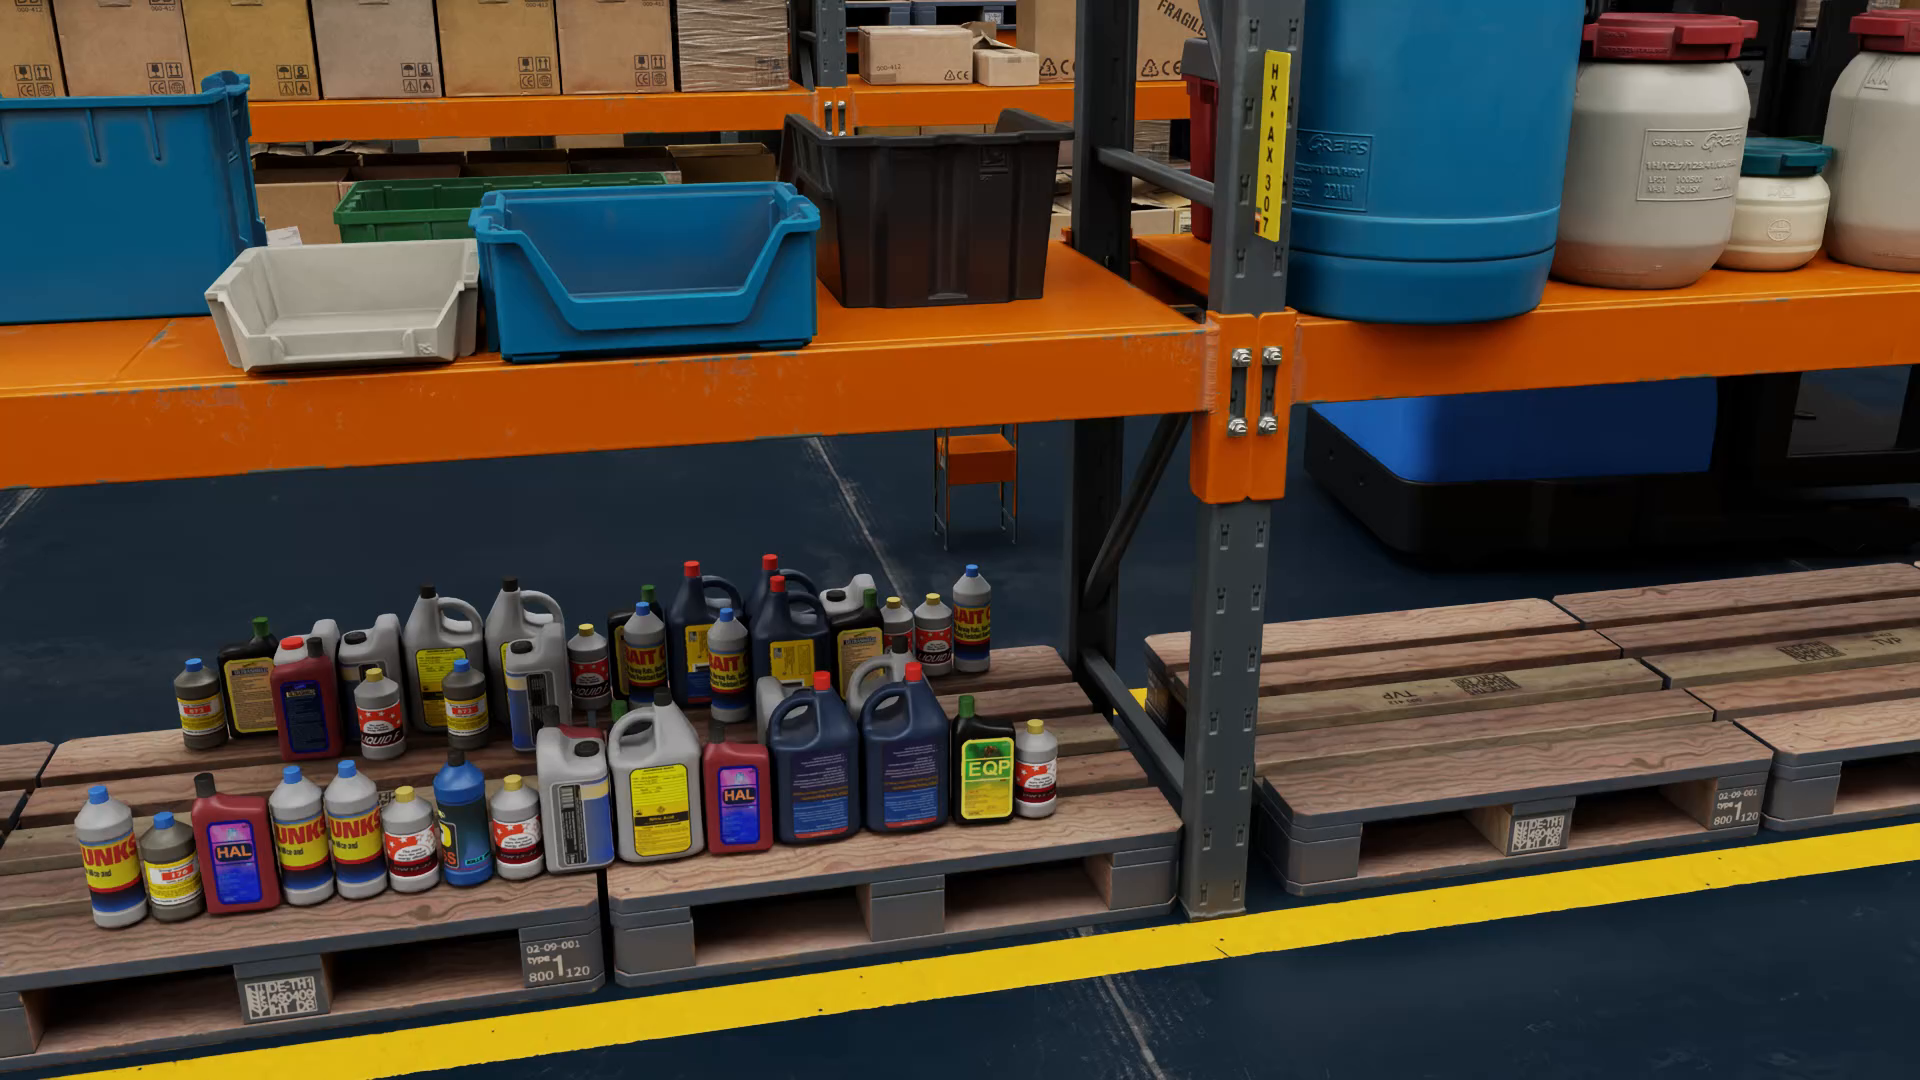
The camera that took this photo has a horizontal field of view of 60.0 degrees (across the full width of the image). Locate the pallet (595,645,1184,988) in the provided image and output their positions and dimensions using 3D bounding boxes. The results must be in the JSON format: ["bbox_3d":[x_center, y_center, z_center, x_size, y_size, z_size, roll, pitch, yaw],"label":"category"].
[{"bbox_3d":[-0.222,0.590,3.896,1.213,0.211,1.003,-5,21,-12],"label":"pallet"}]

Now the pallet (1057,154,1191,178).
[{"bbox_3d":[1.294,-3.020,13.752,1.213,0.211,1.003,-5,21,-12],"label":"pallet"}]

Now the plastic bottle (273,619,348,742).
[{"bbox_3d":[-1.513,0.328,3.879,0.135,0.276,0.152,-4,21,-12],"label":"plastic bottle"}]

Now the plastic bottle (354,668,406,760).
[{"bbox_3d":[-1.331,0.392,3.811,0.097,0.201,0.097,0,20,0],"label":"plastic bottle"}]

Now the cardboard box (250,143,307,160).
[{"bbox_3d":[-5.037,-2.726,12.166,0.500,0.311,0.500,-7,21,-19],"label":"cardboard box"}]

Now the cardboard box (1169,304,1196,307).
[{"bbox_3d":[1.251,-1.393,8.644,0.500,0.250,0.500,-4,21,-11],"label":"cardboard box"}]

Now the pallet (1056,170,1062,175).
[{"bbox_3d":[0.109,-2.925,13.492,1.213,0.211,1.003,-5,21,-12],"label":"pallet"}]

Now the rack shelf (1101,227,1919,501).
[{"bbox_3d":[2.388,-0.579,4.079,4.000,0.370,1.077,-5,21,-12],"label":"rack shelf"}]

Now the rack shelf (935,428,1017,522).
[{"bbox_3d":[0.052,-0.226,5.745,0.240,0.259,0.215,-5,21,-12],"label":"rack shelf"}]

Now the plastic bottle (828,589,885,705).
[{"bbox_3d":[-0.253,0.260,4.054,0.133,0.283,0.061,-5,21,-12],"label":"plastic bottle"}]

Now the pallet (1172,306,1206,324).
[{"bbox_3d":[1.203,-1.276,8.992,1.213,0.211,1.003,-5,21,-12],"label":"pallet"}]

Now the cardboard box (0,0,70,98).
[{"bbox_3d":[-4.130,-2.179,7.258,0.500,0.500,0.700,-5,21,-12],"label":"cardboard box"}]

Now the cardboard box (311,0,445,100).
[{"bbox_3d":[-2.624,-2.303,7.595,0.500,0.500,0.700,-4,21,-11],"label":"cardboard box"}]

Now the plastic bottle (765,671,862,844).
[{"bbox_3d":[-0.306,0.442,3.459,0.185,0.351,0.144,-6,21,-15],"label":"plastic bottle"}]

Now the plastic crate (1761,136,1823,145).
[{"bbox_3d":[2.071,-0.891,4.194,0.662,0.188,0.450,-5,21,-12],"label":"plastic crate"}]

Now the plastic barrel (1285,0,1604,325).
[{"bbox_3d":[0.887,-0.923,3.244,0.708,0.901,0.600,-5,21,-12],"label":"plastic barrel"}]

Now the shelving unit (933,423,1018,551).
[{"bbox_3d":[0.052,-0.497,5.646,0.252,1.050,0.215,-5,21,-12],"label":"shelving unit"}]

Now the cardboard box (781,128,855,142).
[{"bbox_3d":[-1.126,-3.171,13.105,0.500,0.500,0.700,-4,20,-11],"label":"cardboard box"}]

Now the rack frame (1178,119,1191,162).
[{"bbox_3d":[2.055,-4.391,13.440,0.127,3.000,1.000,-5,21,-12],"label":"rack frame"}]

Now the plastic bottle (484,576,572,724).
[{"bbox_3d":[-1.037,0.253,3.975,0.185,0.351,0.144,-5,21,-13],"label":"plastic bottle"}]

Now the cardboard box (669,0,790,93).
[{"bbox_3d":[-1.125,-2.426,7.931,0.500,0.500,0.700,-5,21,-14],"label":"cardboard box"}]

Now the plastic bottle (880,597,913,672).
[{"bbox_3d":[-0.167,0.244,4.217,0.097,0.201,0.097,0,20,0],"label":"plastic bottle"}]

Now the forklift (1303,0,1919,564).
[{"bbox_3d":[2.872,-1.508,5.670,3.031,2.935,1.130,-3,20,-7],"label":"forklift"}]

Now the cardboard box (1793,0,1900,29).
[{"bbox_3d":[4.719,-3.073,9.087,0.500,0.500,0.700,-1,20,-2],"label":"cardboard box"}]

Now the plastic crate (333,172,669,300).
[{"bbox_3d":[-0.944,-0.646,3.524,0.662,0.188,0.450,-5,21,-12],"label":"plastic crate"}]

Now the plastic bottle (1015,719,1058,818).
[{"bbox_3d":[0.160,0.482,3.566,0.097,0.201,0.097,0,20,0],"label":"plastic bottle"}]

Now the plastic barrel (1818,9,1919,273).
[{"bbox_3d":[2.137,-0.882,3.665,0.433,0.535,0.433,0,20,0],"label":"plastic barrel"}]

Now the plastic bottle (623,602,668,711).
[{"bbox_3d":[-0.758,0.281,4.015,0.097,0.271,0.097,0,20,0],"label":"plastic bottle"}]

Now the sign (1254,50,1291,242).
[{"bbox_3d":[0.557,-0.703,2.970,0.005,0.325,0.100,-5,21,-12],"label":"sign"}]

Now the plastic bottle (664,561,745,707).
[{"bbox_3d":[-0.623,0.219,4.067,0.185,0.351,0.144,-6,21,-15],"label":"plastic bottle"}]

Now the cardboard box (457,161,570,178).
[{"bbox_3d":[-2.071,-1.488,7.813,0.500,0.500,0.500,-5,21,-12],"label":"cardboard box"}]

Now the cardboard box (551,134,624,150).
[{"bbox_3d":[-2.839,-3.012,12.670,0.500,0.500,0.500,-6,21,-17],"label":"cardboard box"}]

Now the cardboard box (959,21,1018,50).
[{"bbox_3d":[0.119,-2.484,8.431,0.258,0.266,0.396,-5,21,-14],"label":"cardboard box"}]

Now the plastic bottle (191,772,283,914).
[{"bbox_3d":[-1.390,0.576,3.190,0.133,0.283,0.061,-4,21,-12],"label":"plastic bottle"}]

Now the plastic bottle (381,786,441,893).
[{"bbox_3d":[-1.088,0.584,3.289,0.097,0.201,0.097,0,20,0],"label":"plastic bottle"}]

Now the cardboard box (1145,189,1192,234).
[{"bbox_3d":[1.261,-1.657,8.550,0.500,0.311,0.500,-4,21,-11],"label":"cardboard box"}]

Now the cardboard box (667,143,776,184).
[{"bbox_3d":[-1.218,-1.743,8.508,0.500,0.500,0.500,-5,21,-12],"label":"cardboard box"}]

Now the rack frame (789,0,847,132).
[{"bbox_3d":[-0.695,-2.416,8.050,0.127,3.000,1.000,-5,21,-12],"label":"rack frame"}]

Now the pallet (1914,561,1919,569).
[{"bbox_3d":[3.571,0.283,4.735,1.213,0.211,1.003,-5,21,-12],"label":"pallet"}]

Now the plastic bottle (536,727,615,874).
[{"bbox_3d":[-0.779,0.514,3.371,0.135,0.276,0.152,-4,21,-11],"label":"plastic bottle"}]

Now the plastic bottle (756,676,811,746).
[{"bbox_3d":[-0.364,0.429,3.602,0.135,0.276,0.152,-5,21,-12],"label":"plastic bottle"}]

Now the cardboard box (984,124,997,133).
[{"bbox_3d":[0.361,-3.299,13.453,0.500,0.500,0.700,-5,21,-13],"label":"cardboard box"}]

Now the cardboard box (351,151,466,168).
[{"bbox_3d":[-2.677,-1.623,8.182,0.500,0.500,0.500,-5,21,-12],"label":"cardboard box"}]
